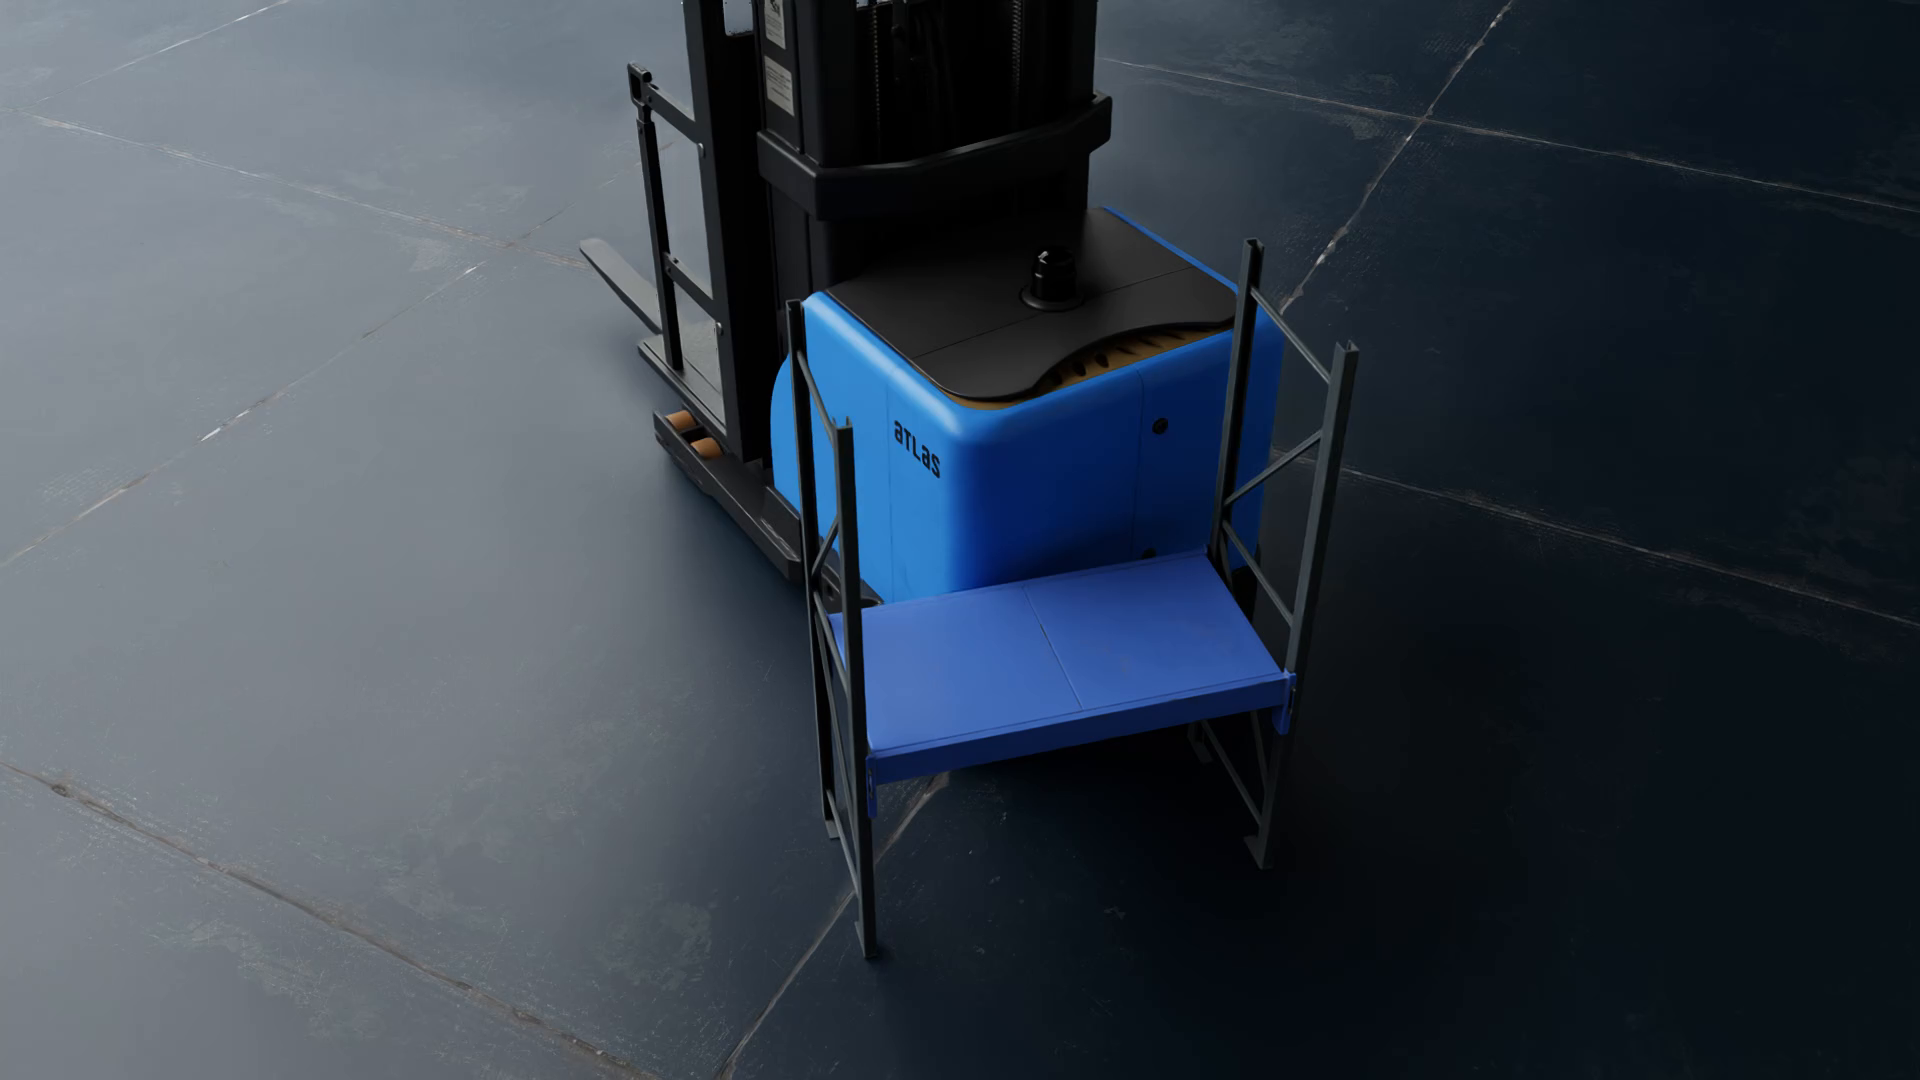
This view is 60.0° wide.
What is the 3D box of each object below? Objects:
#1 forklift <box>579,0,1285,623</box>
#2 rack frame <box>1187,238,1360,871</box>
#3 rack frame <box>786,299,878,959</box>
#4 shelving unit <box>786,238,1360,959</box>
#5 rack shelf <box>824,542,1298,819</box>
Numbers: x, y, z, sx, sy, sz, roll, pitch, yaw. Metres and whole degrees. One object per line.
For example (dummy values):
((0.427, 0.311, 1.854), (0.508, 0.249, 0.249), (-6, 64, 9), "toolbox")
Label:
((-0.366, -1.476, 4.770), (1.130, 2.935, 3.031), (-21, 42, -25), "forklift")
((0.702, 0.083, 3.900), (0.032, 1.500, 0.500), (-10, 38, -12), "rack frame")
((-0.277, 0.248, 3.682), (0.032, 1.500, 0.500), (-10, 38, -12), "rack frame")
((0.212, 0.166, 3.791), (1.048, 1.500, 0.538), (-10, 38, -12), "shelving unit")
((0.212, 0.309, 3.900), (1.000, 0.185, 0.538), (-10, 38, -12), "rack shelf")
